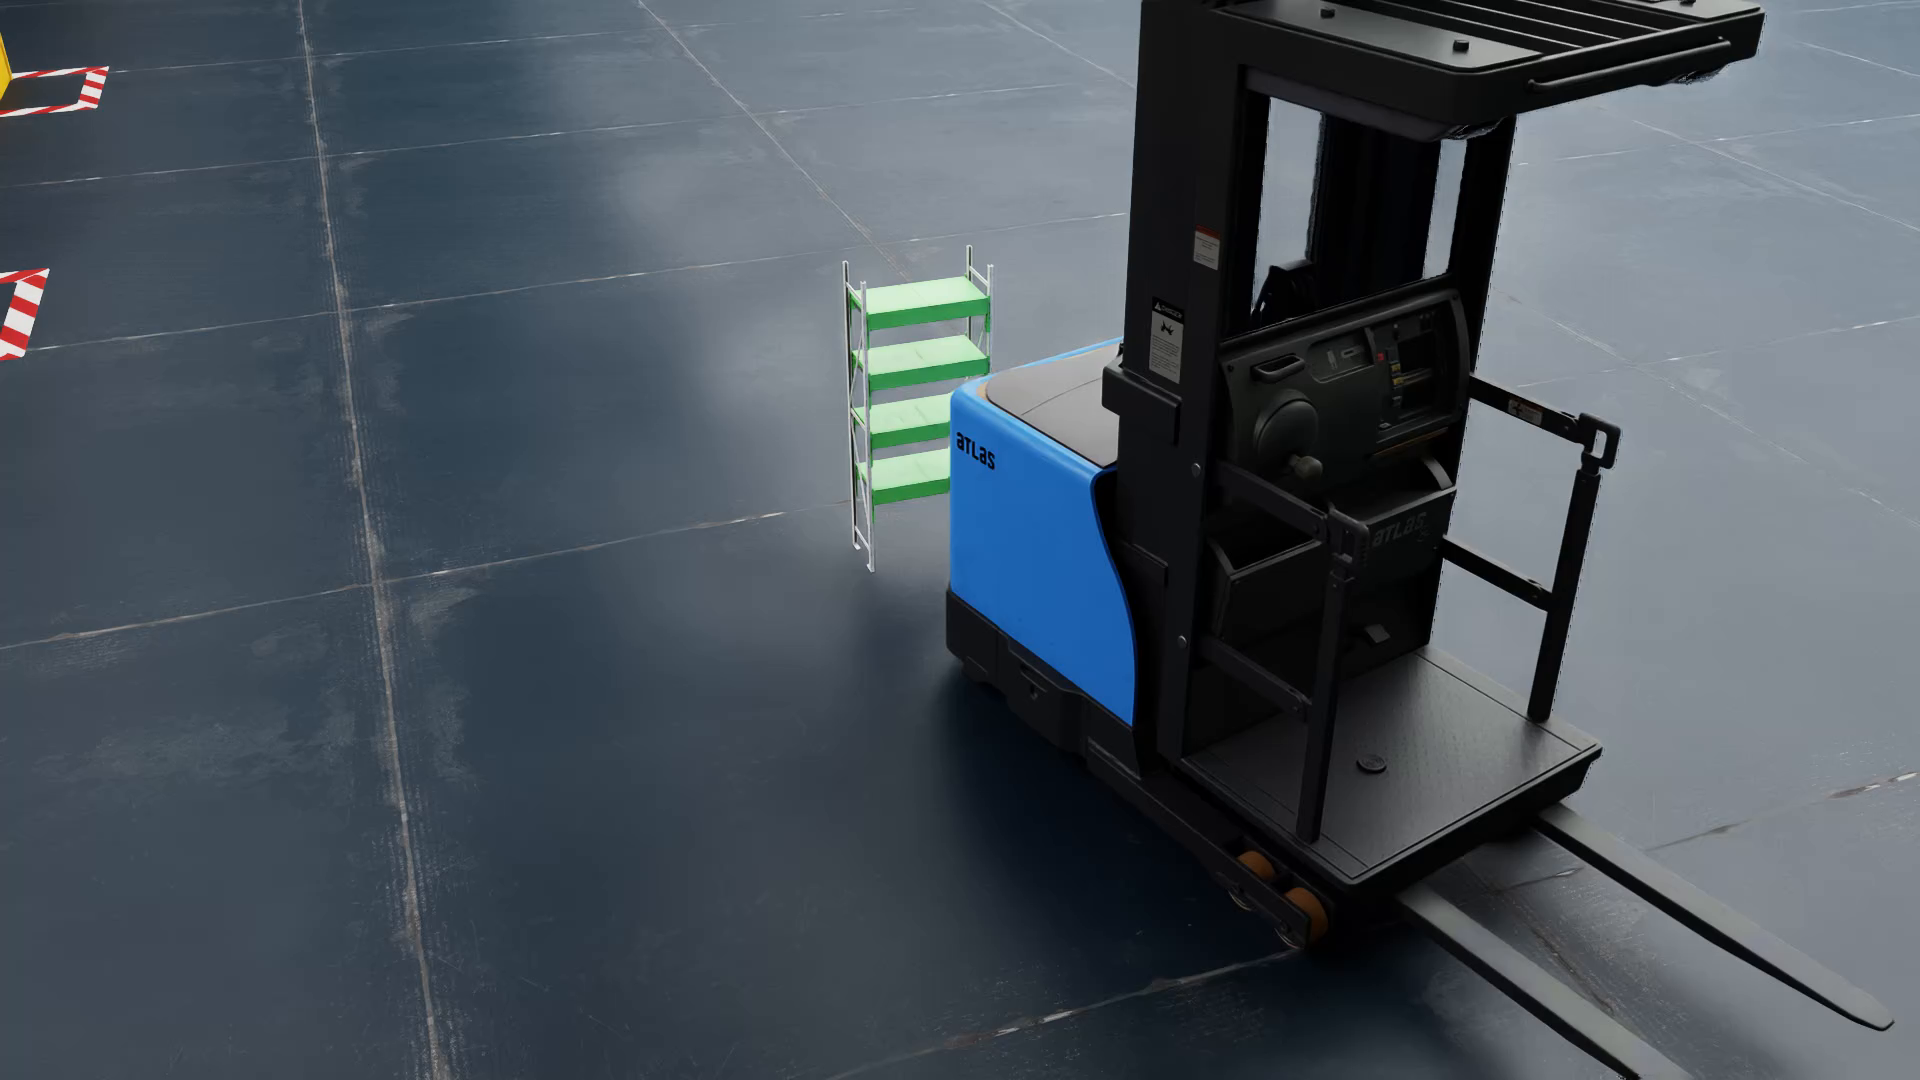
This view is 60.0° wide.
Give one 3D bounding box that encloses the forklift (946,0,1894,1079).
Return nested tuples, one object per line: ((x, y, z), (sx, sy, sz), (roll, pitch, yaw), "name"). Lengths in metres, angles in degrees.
((1.208, -0.390, 4.473), (1.130, 2.935, 3.031), (-19, 35, -30), "forklift")

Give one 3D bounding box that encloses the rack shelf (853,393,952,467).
((-0.155, -0.437, 6.434), (0.480, 0.148, 0.258), (-10, 31, -18), "rack shelf")

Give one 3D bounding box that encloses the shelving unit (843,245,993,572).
((-0.155, -0.493, 6.403), (0.503, 1.200, 0.258), (-10, 31, -18), "shelving unit")

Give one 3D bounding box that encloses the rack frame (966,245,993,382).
((0.074, -0.535, 6.477), (0.015, 1.200, 0.240), (-10, 31, -18), "rack frame")

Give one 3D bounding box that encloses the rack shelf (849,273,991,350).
((-0.155, -0.854, 6.197), (0.480, 0.148, 0.258), (-10, 31, -18), "rack shelf")

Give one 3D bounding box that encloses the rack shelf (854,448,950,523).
((-0.155, -0.229, 6.553), (0.480, 0.148, 0.258), (-10, 31, -18), "rack shelf")

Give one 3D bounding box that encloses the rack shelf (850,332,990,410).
((-0.155, -0.646, 6.316), (0.480, 0.148, 0.258), (-10, 31, -18), "rack shelf")

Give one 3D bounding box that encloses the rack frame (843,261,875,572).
((-0.384, -0.451, 6.329), (0.015, 1.200, 0.240), (-10, 31, -18), "rack frame")

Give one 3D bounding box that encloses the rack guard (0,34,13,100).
((-7.477, -3.599, 12.563), (0.348, 0.500, 1.175), (-10, 31, -18), "rack guard")
